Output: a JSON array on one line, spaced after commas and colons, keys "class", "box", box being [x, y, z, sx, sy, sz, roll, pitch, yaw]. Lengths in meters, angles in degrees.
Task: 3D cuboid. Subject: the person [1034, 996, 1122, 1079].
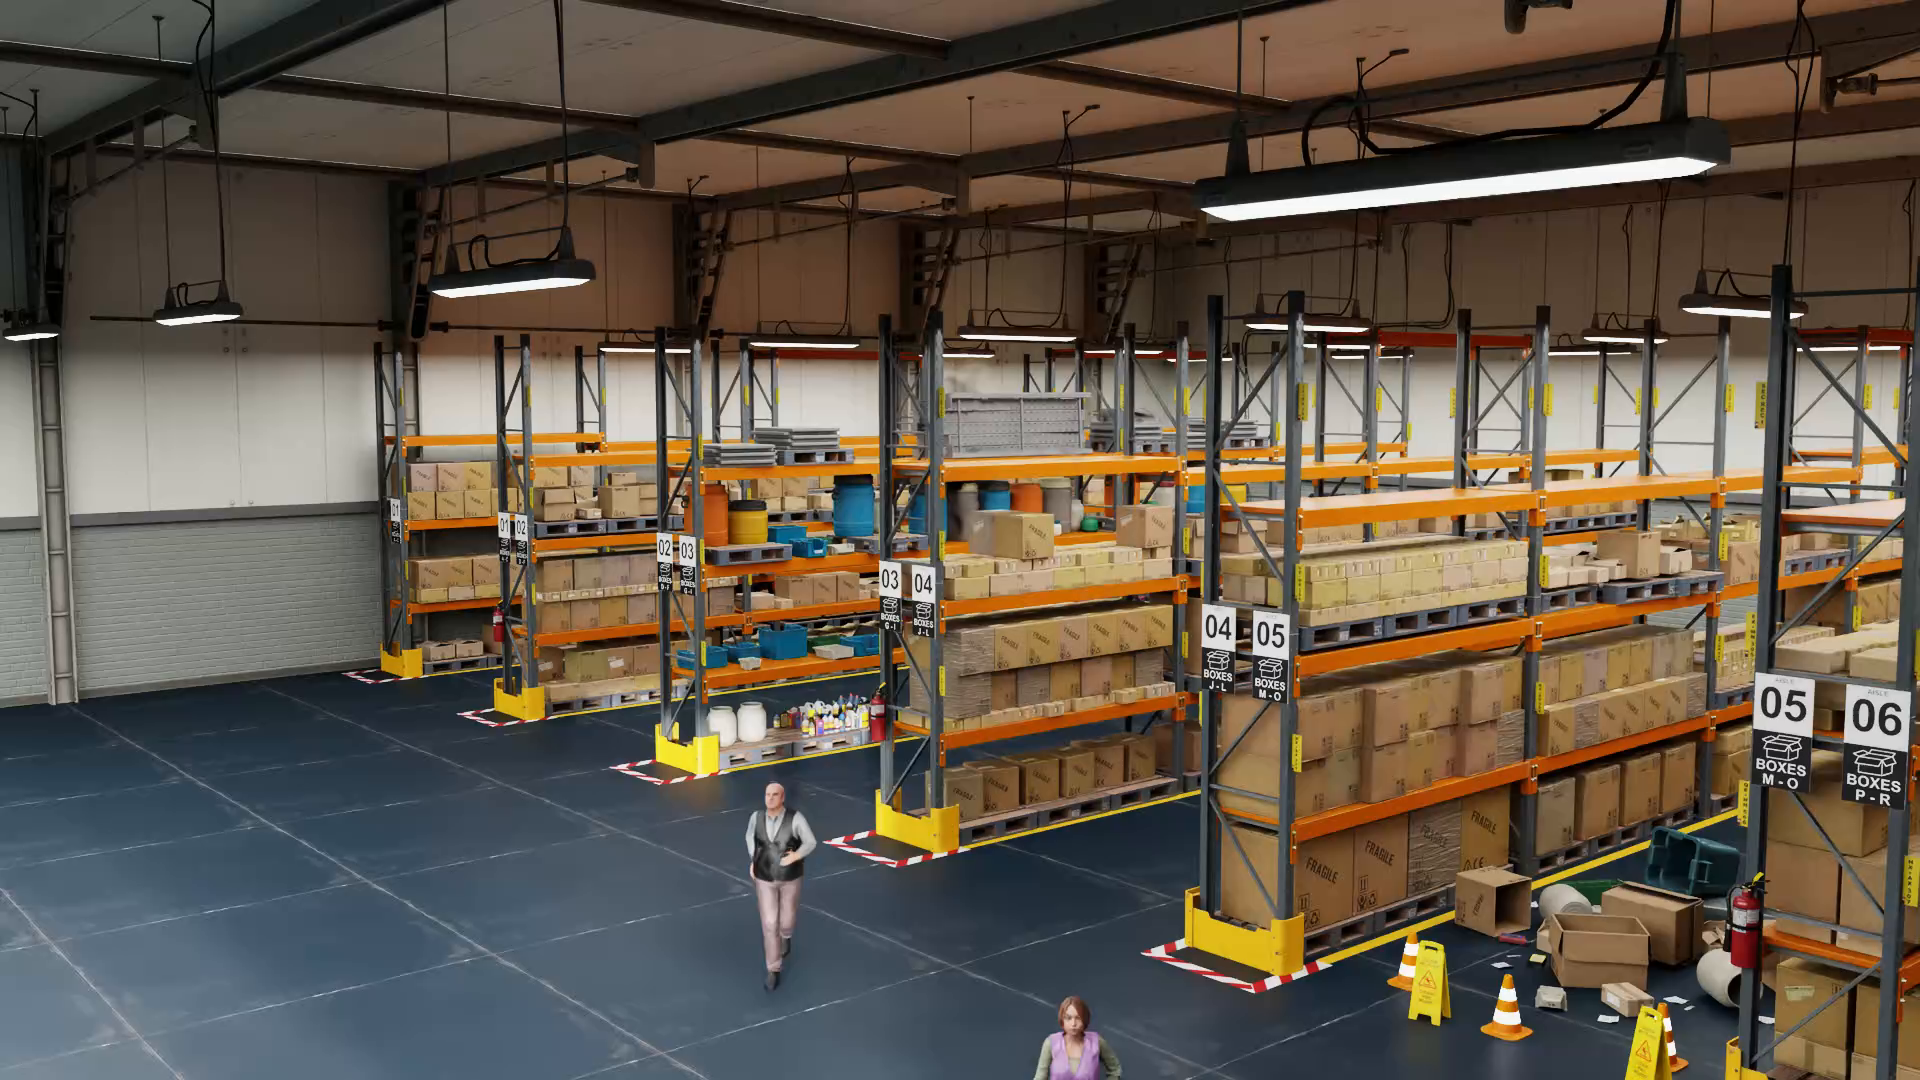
[{"class": "person", "box": [0.683, 3.482, 9.820, 0.522, 1.559, 0.555, 1, 5, 7]}]

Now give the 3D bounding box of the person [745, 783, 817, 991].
[{"class": "person", "box": [-1.583, 2.985, 14.636, 0.652, 1.731, 0.862, 0, 5, 2]}]

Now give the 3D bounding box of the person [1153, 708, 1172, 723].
[{"class": "person", "box": [3.029, 2.204, 24.095, 0.489, 1.560, 0.559, -5, 7, -44]}]

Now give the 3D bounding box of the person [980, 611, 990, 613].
[{"class": "person", "box": [0.395, 1.689, 29.126, 0.561, 1.678, 0.620, 4, 7, 39]}]
